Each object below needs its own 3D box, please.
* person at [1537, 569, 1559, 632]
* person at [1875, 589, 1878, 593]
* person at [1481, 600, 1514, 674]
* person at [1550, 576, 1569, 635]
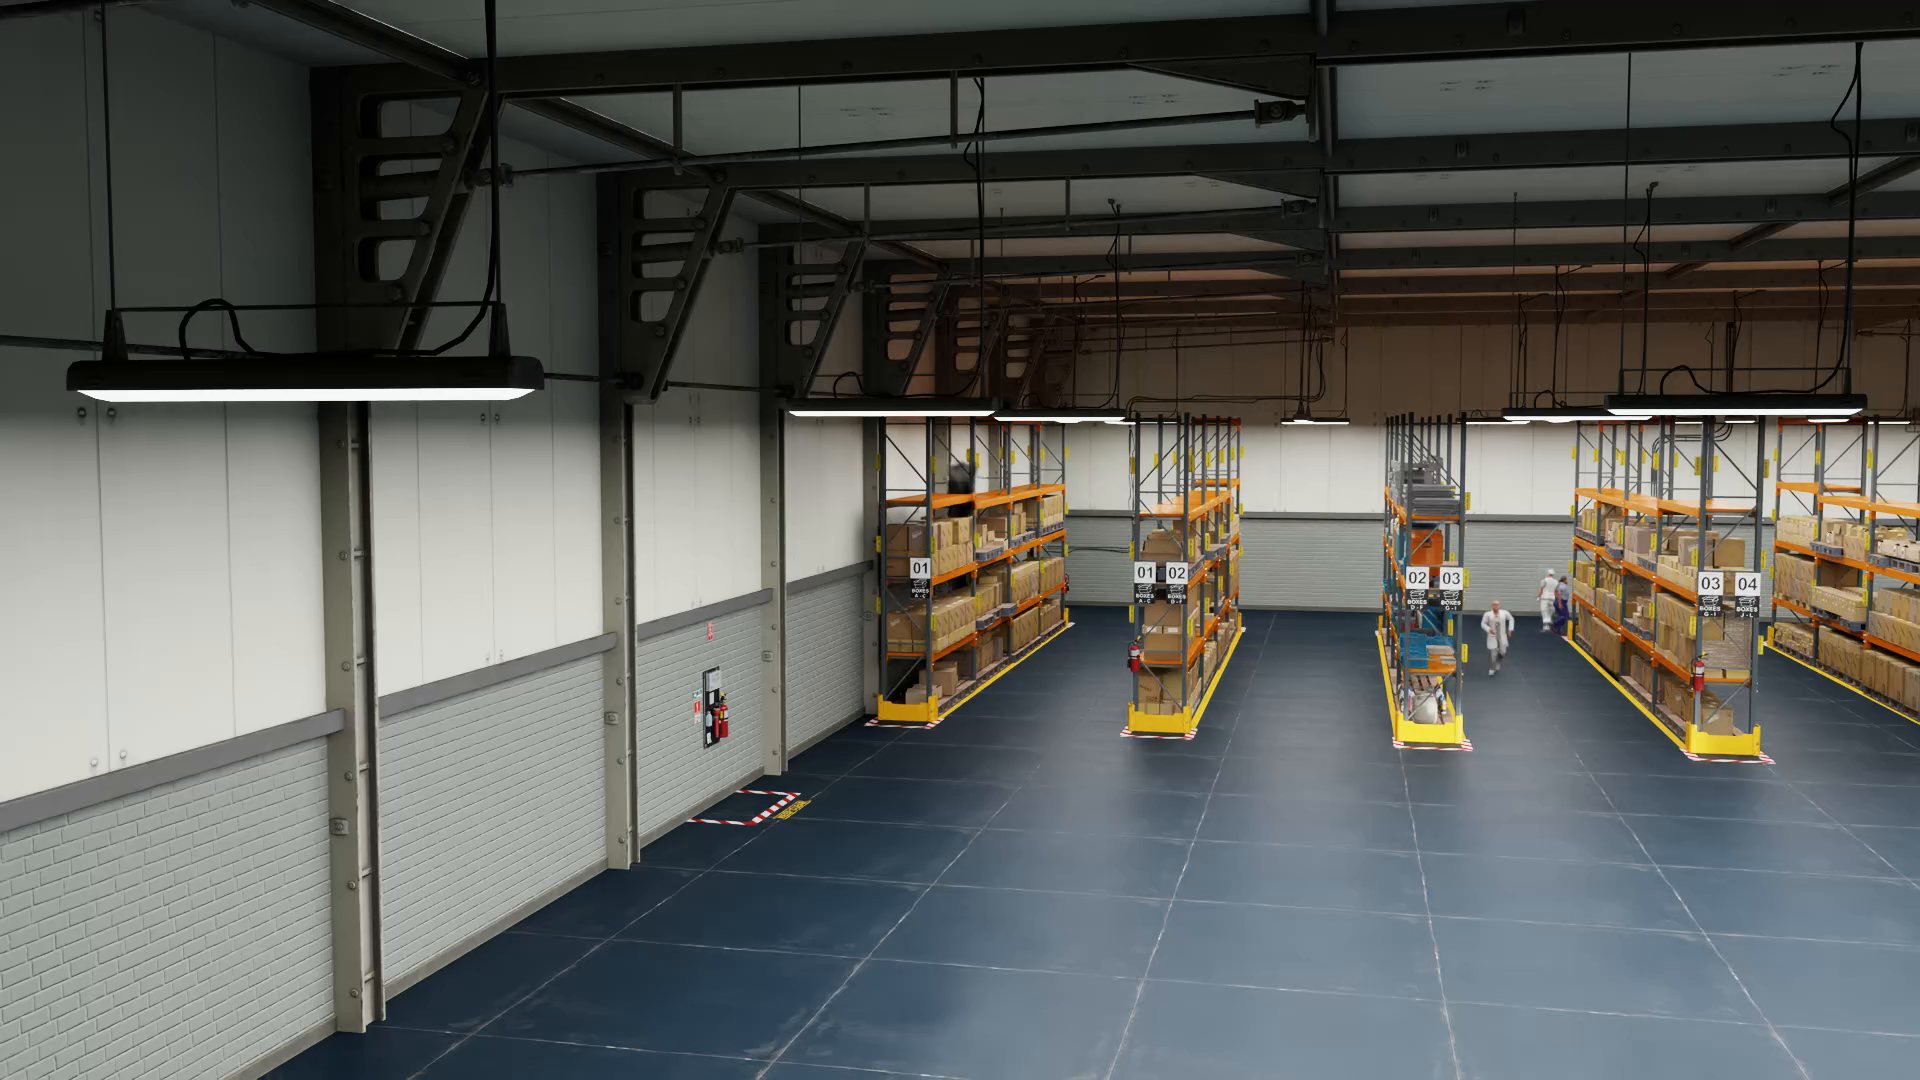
[{"bbox_3d":[16.471,1.696,46.619,0.675,1.773,0.561,-1,4,-17],"label":"person"},{"bbox_3d":[23.519,2.053,42.408,0.546,1.573,0.922,-1,4,-15],"label":"person"},{"bbox_3d":[12.406,2.260,38.375,0.752,1.736,0.761,1,4,10],"label":"person"},{"bbox_3d":[16.519,1.795,45.865,0.503,1.641,0.616,1,4,13],"label":"person"}]
